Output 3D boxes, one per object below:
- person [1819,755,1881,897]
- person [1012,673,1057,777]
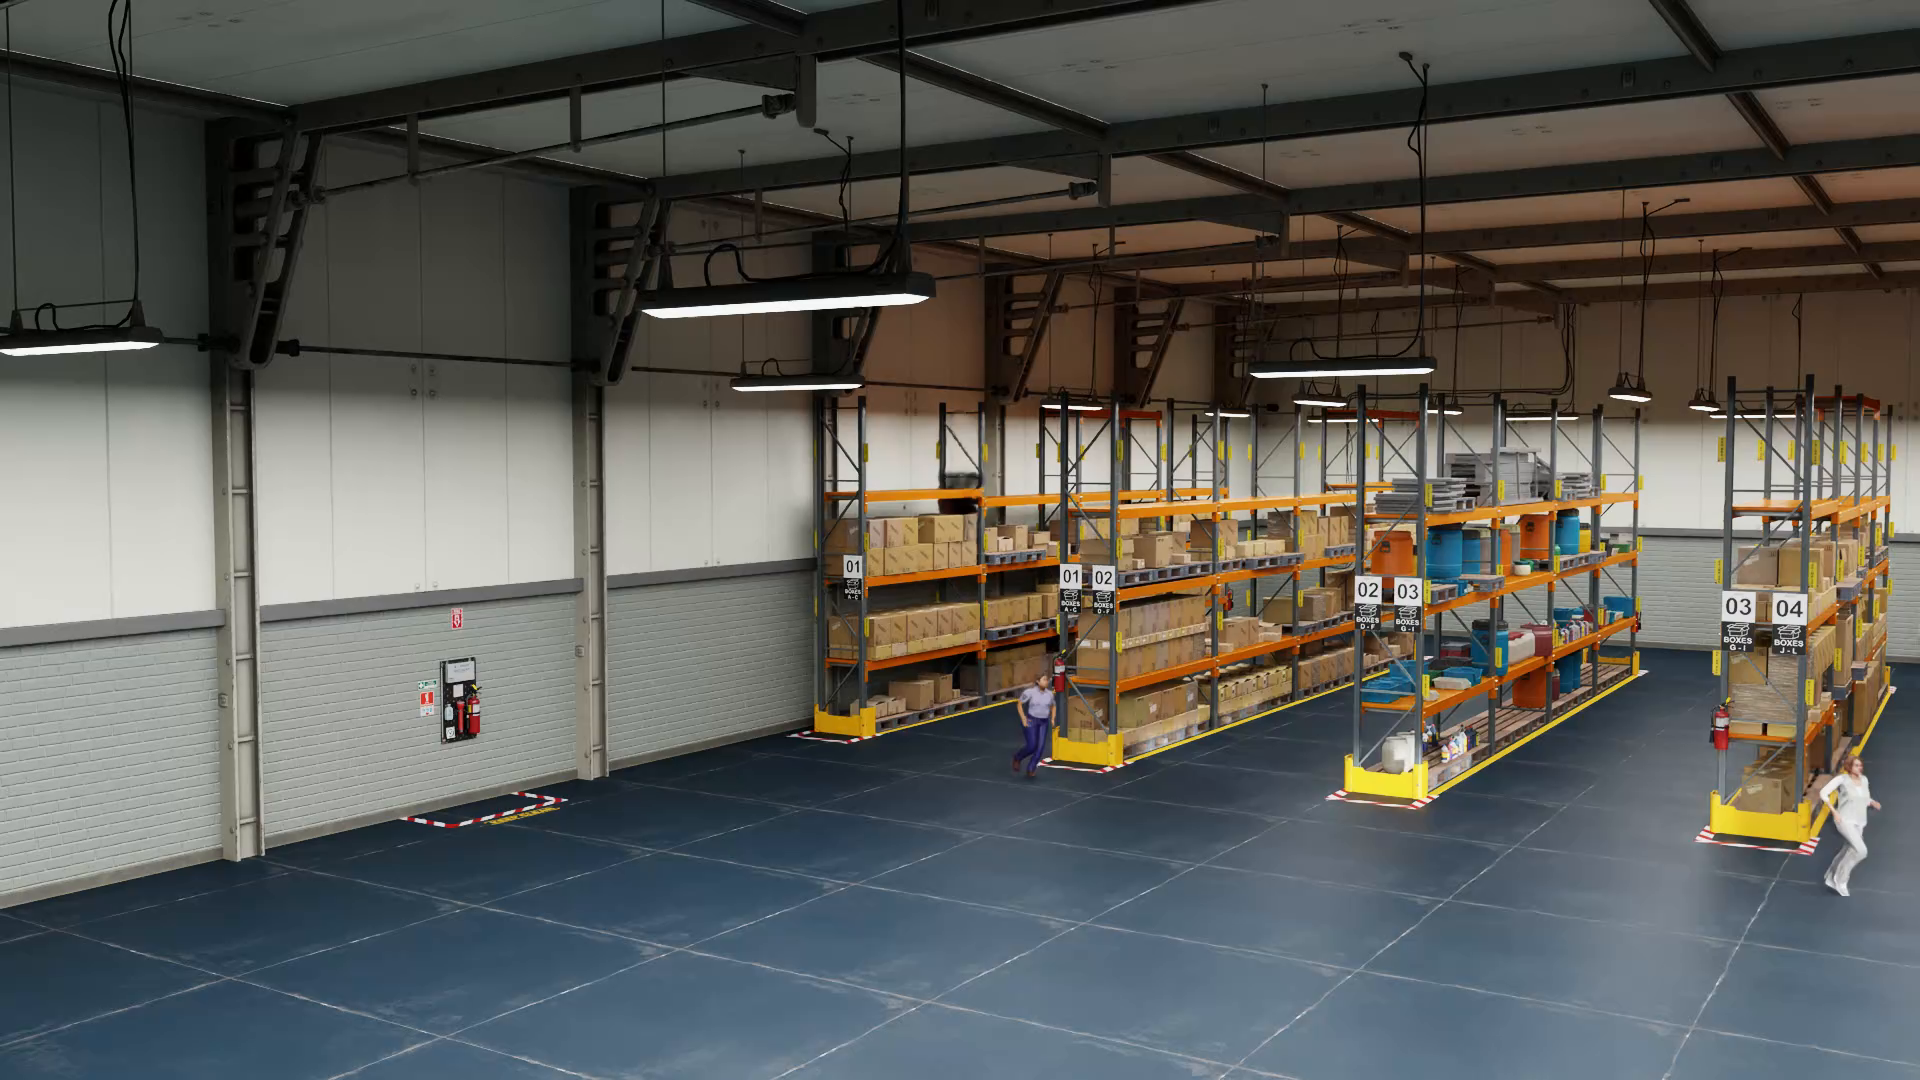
[{"bbox_3d":[10.077,3.225,18.779,0.510,1.598,0.653,-1,3,-18],"label":"person"},{"bbox_3d":[1.195,2.858,25.800,0.669,1.587,0.547,-1,3,-25],"label":"person"}]
